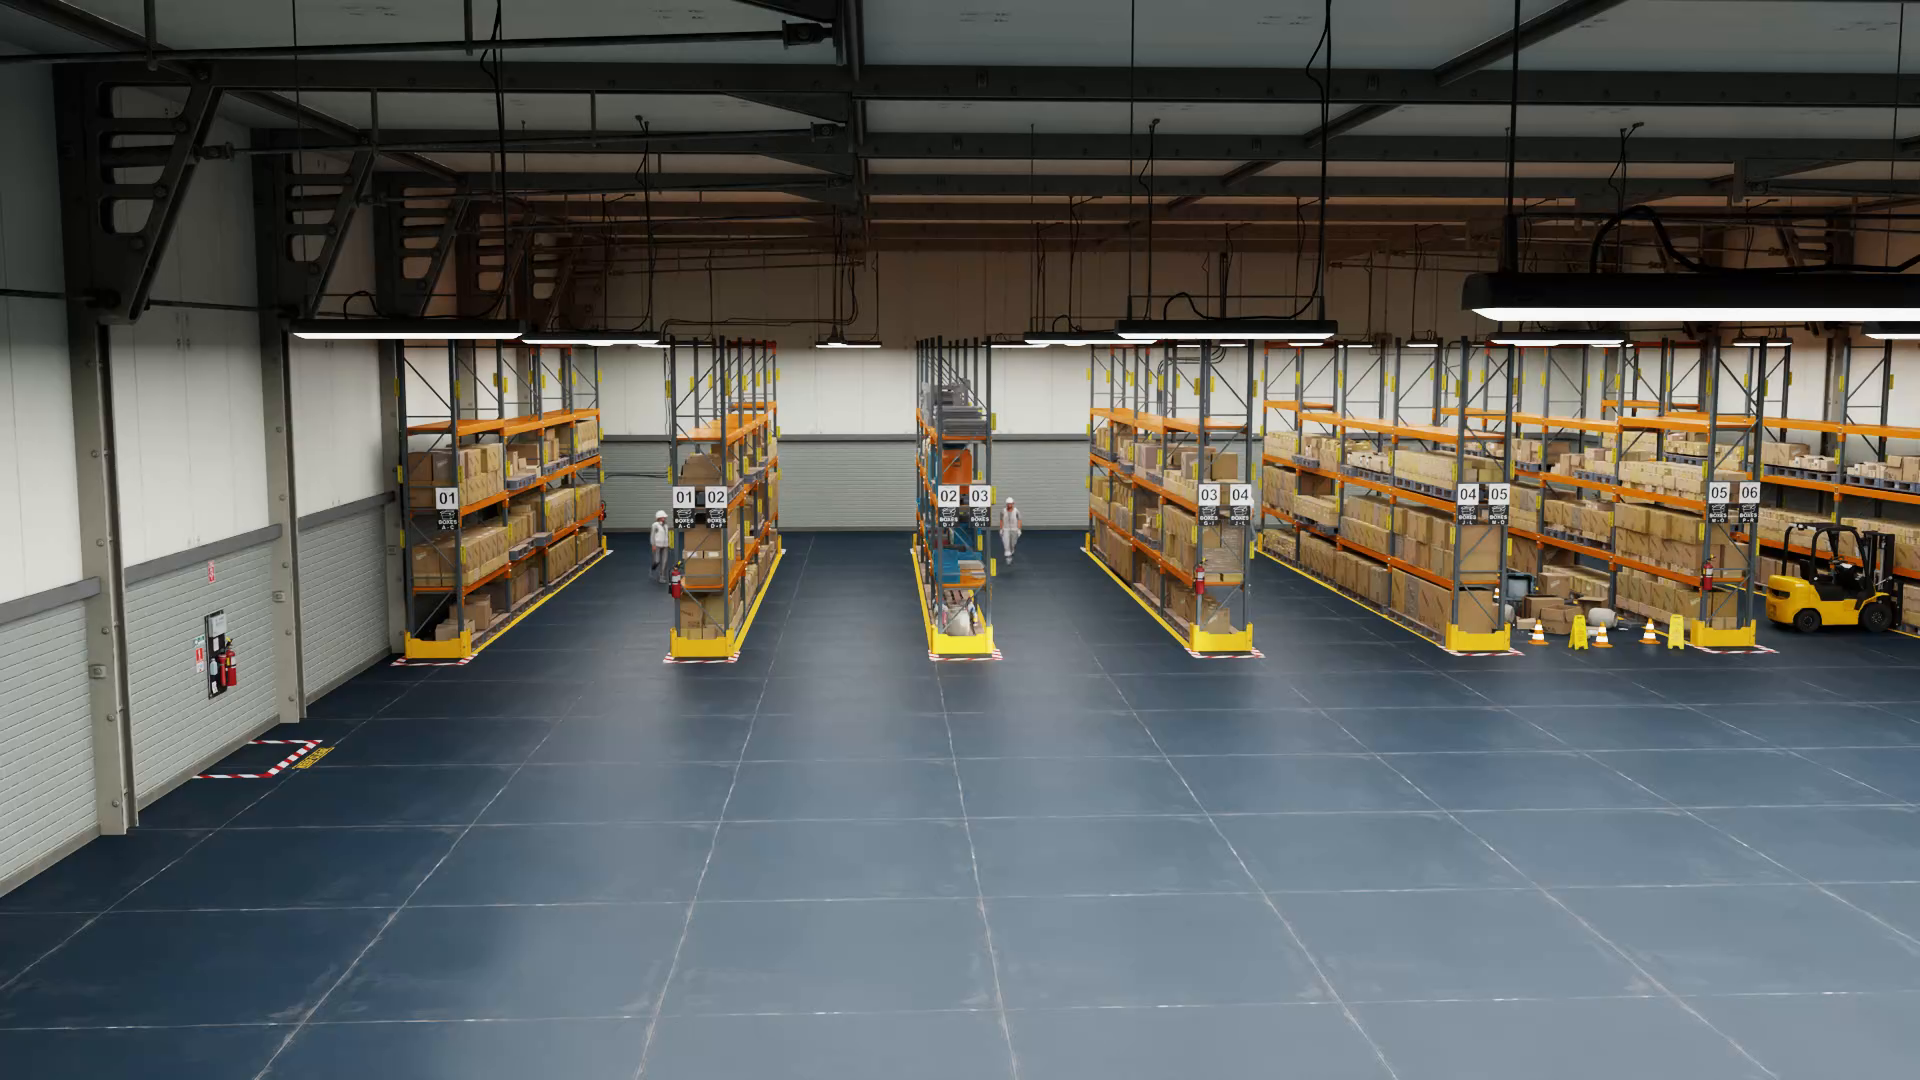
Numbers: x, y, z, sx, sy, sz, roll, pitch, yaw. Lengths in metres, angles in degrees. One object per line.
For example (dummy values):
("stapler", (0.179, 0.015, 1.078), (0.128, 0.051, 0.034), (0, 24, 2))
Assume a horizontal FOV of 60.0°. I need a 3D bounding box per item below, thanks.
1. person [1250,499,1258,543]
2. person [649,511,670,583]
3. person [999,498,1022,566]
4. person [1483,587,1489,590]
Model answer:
("person", (8.471, -0.665, 49.154), (0.514, 1.614, 0.977), (5, 8, 37))
("person", (-7.445, 0.161, 41.250), (0.554, 1.777, 0.543), (-4, 8, -33))
("person", (1.295, -0.224, 42.425), (0.552, 1.719, 1.057), (0, 7, -4))
("person", (12.201, 0.462, 38.831), (0.471, 1.728, 0.599), (6, 9, 42))
